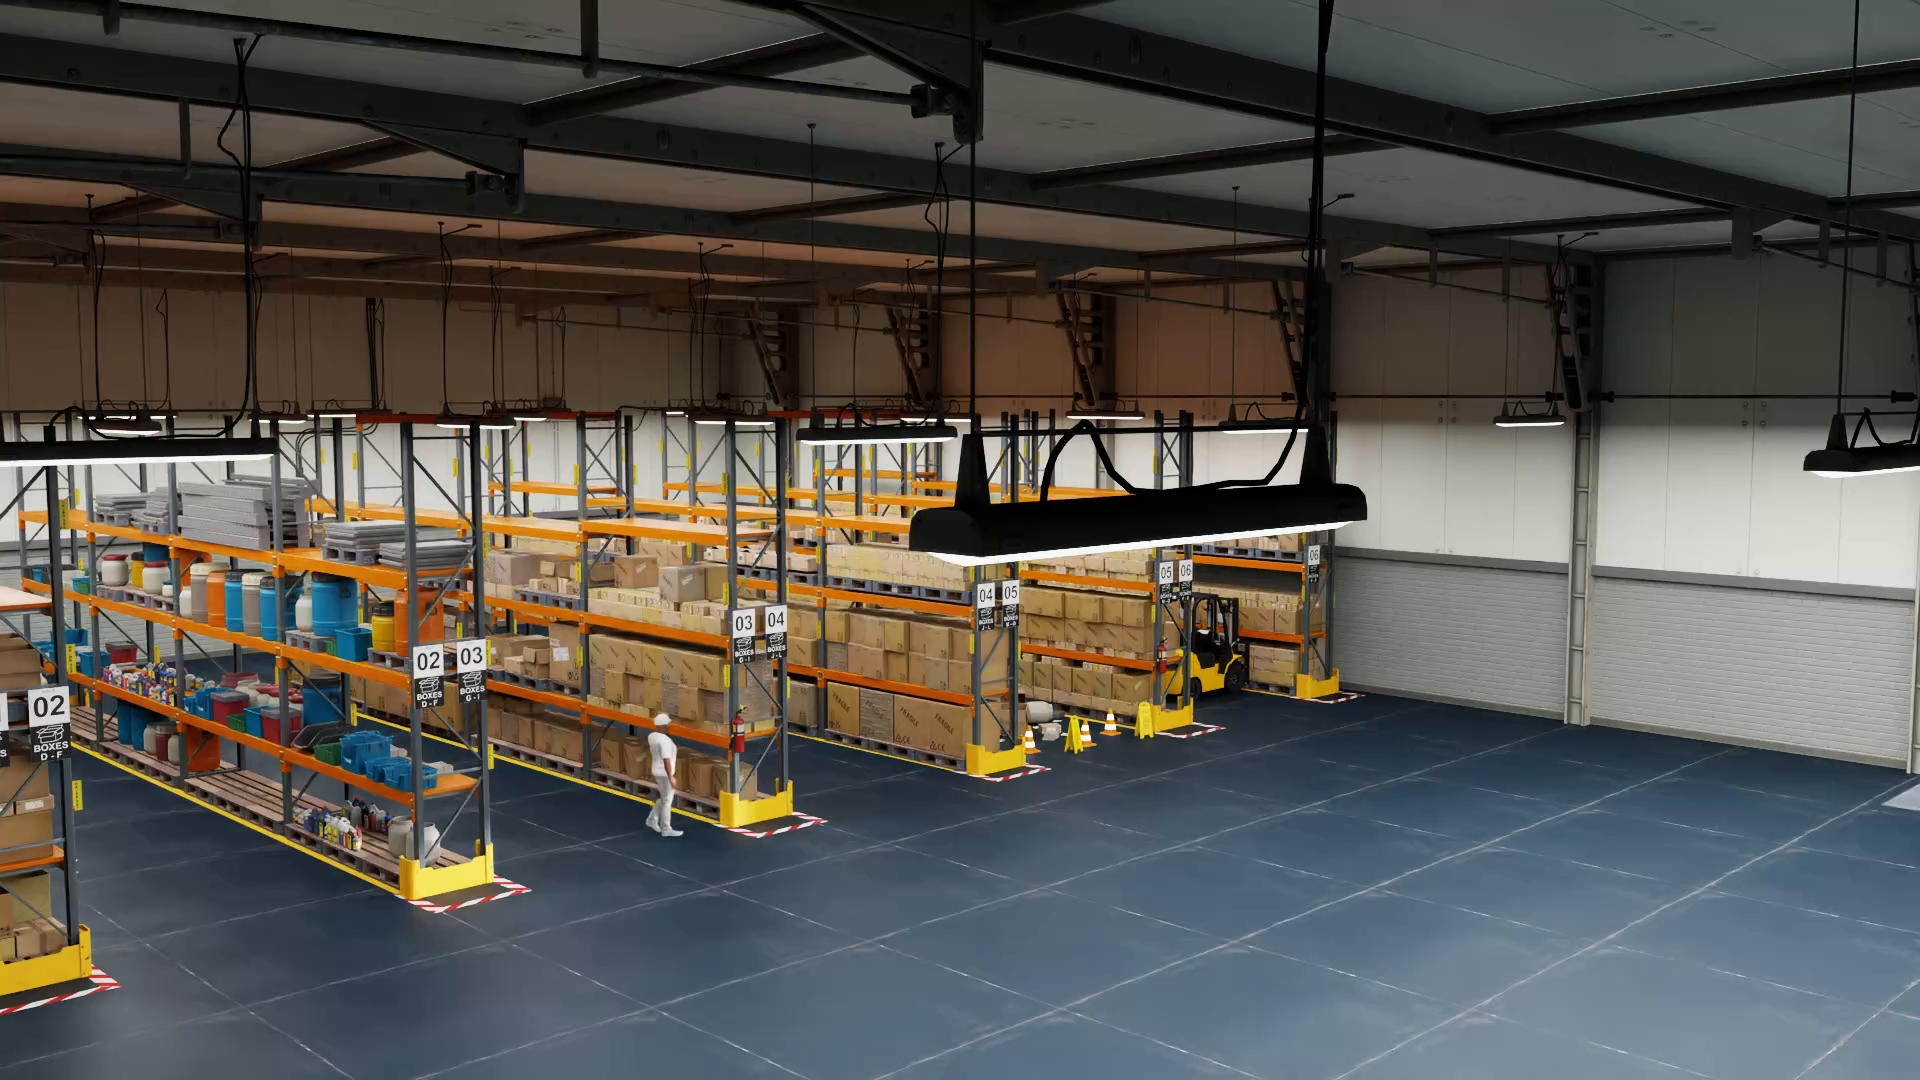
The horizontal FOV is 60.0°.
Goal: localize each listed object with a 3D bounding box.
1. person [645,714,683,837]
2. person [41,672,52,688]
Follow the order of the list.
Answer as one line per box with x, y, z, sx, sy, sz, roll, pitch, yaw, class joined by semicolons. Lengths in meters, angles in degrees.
-4.267;3.375;23.951;0.495;1.772;0.638;-2;5;-19;person
-16.222;2.925;29.371;0.585;1.797;0.561;1;5;14;person
